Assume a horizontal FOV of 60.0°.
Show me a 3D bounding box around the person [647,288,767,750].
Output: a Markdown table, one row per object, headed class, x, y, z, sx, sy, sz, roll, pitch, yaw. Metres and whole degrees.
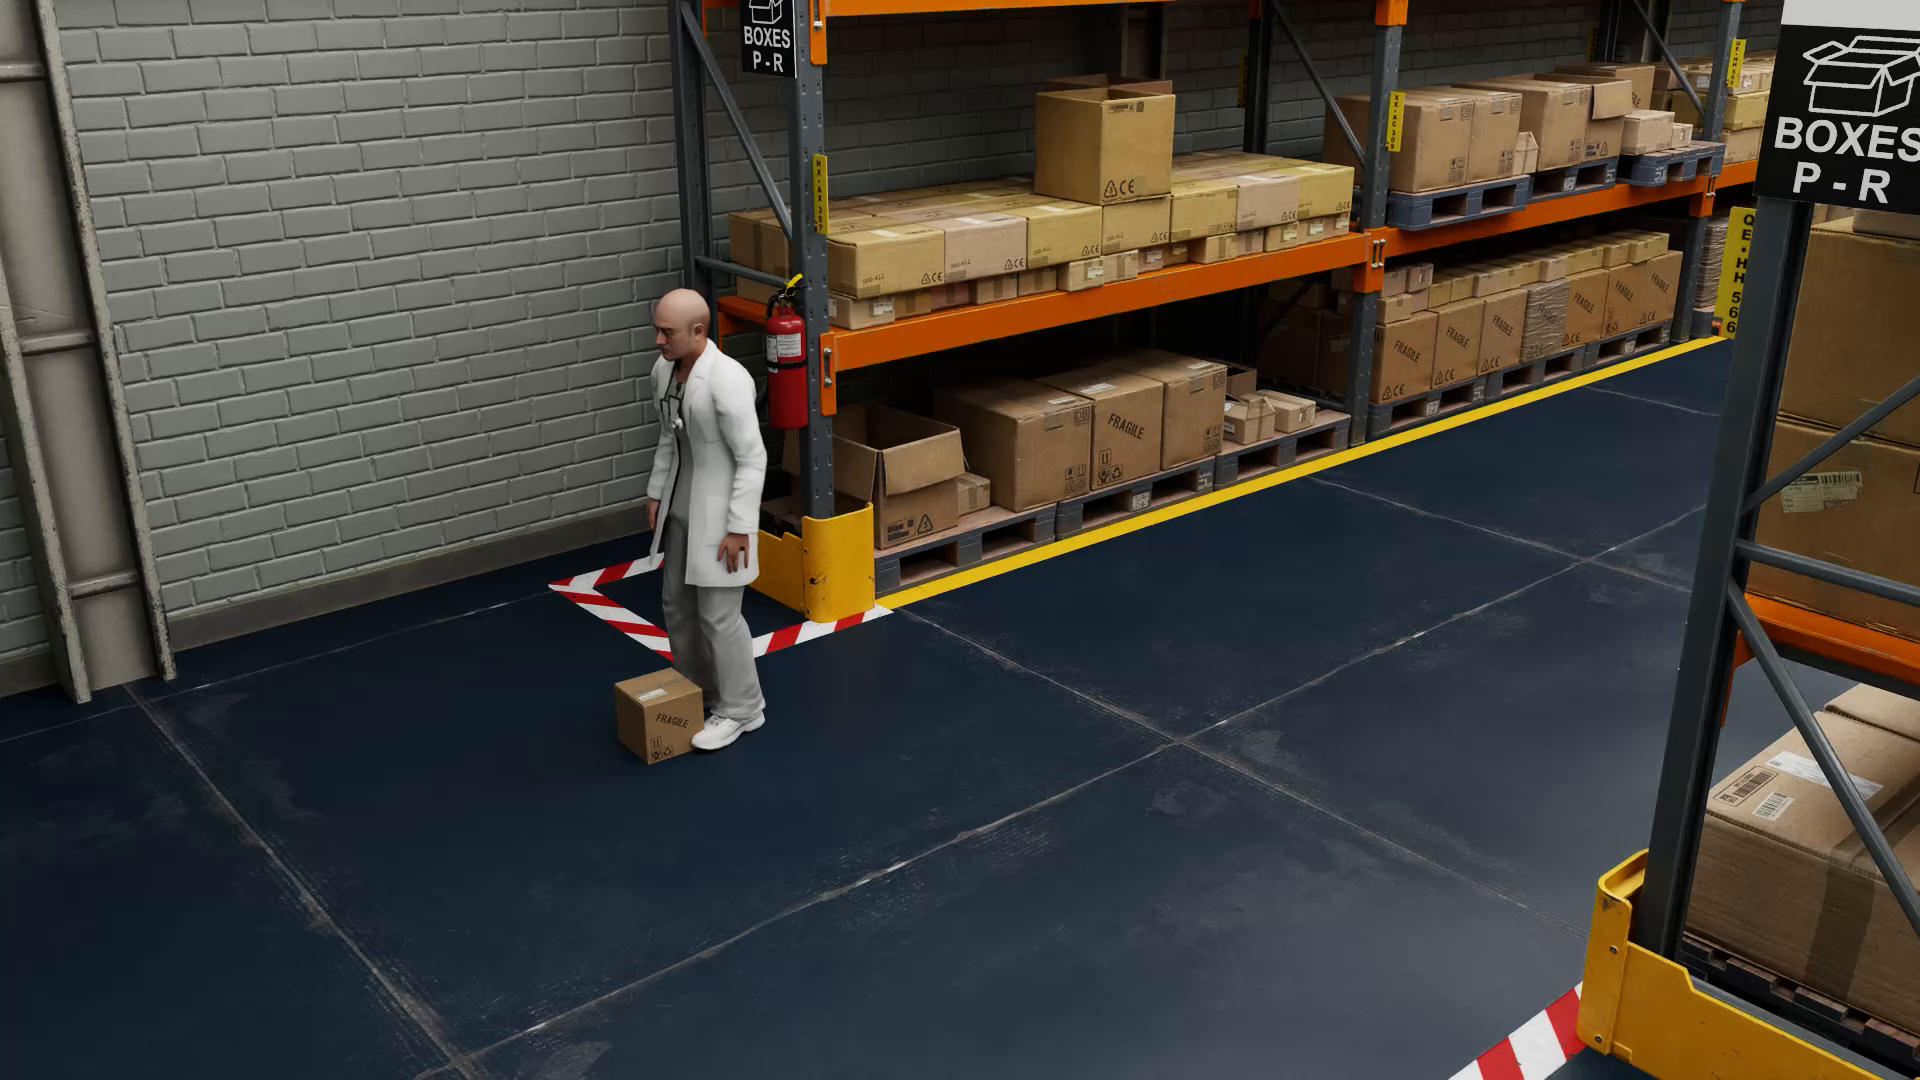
| class | x | y | z | sx | sy | sz | roll | pitch | yaw |
| --- | --- | --- | --- | --- | --- | --- | --- | --- | --- |
| person | -0.976 | -0.090 | 6.341 | 0.416 | 1.774 | 0.652 | -17 | 27 | -38 |
